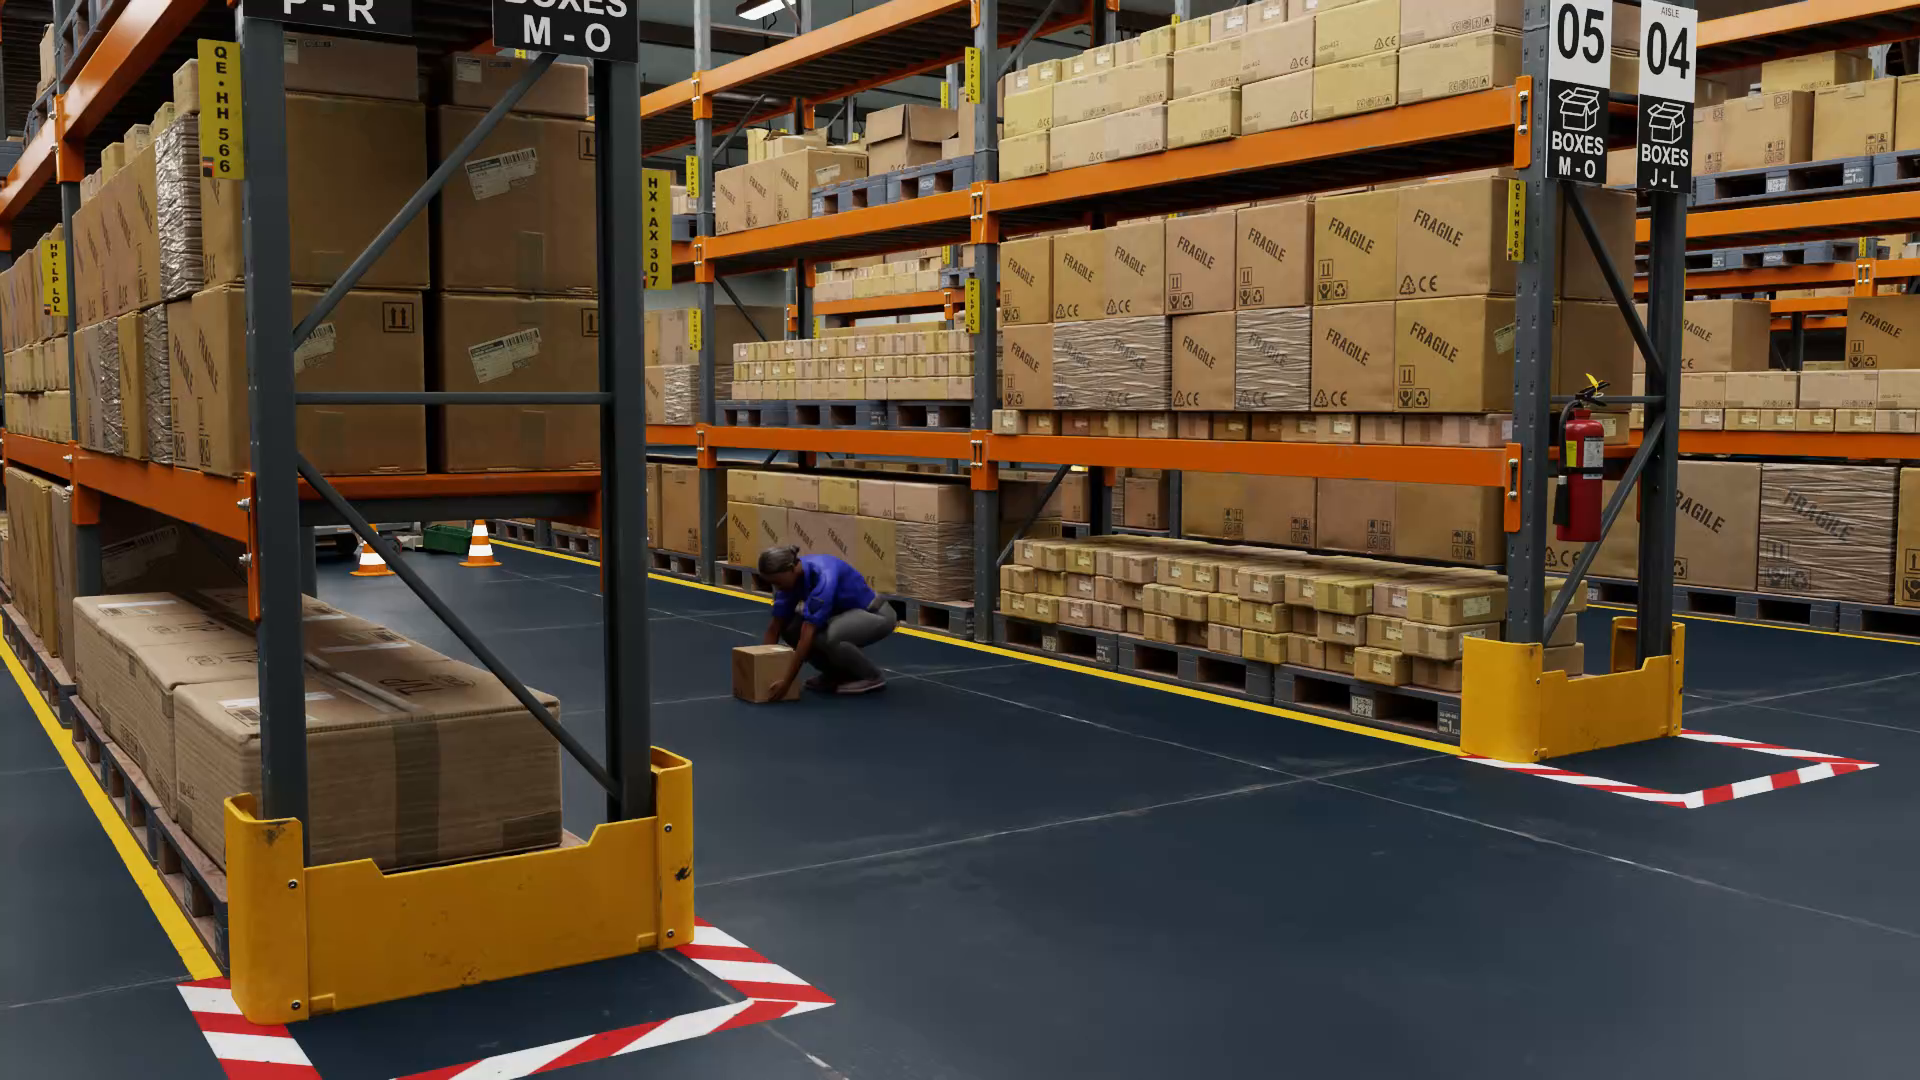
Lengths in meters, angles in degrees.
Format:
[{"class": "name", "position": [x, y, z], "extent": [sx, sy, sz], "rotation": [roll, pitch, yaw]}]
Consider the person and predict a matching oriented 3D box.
[{"class": "person", "position": [-0.702, 0.410, 8.587], "extent": [0.807, 0.812, 0.471], "rotation": [-3, 6, -34]}]
